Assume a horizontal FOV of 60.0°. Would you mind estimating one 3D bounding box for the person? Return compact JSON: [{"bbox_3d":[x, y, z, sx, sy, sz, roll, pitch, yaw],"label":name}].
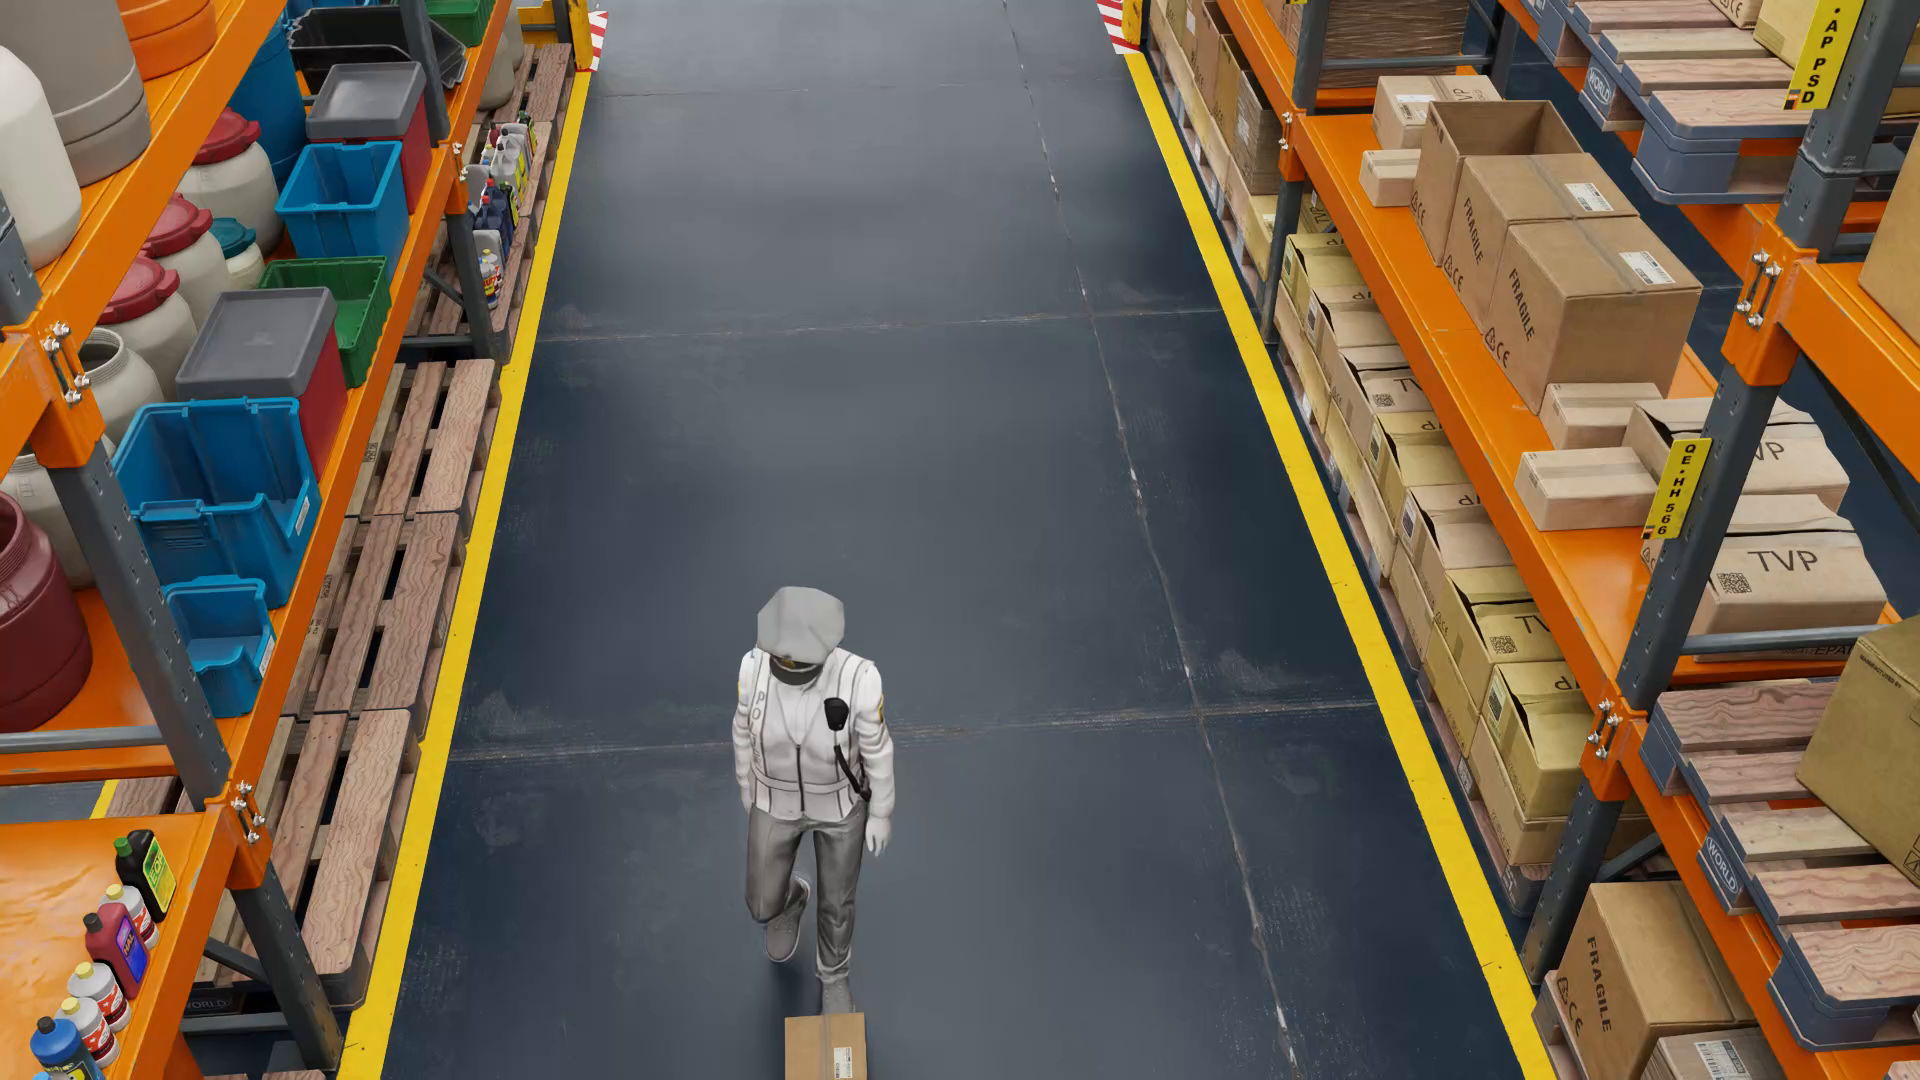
[{"bbox_3d":[-0.452,0.835,5.110,0.502,1.656,0.511,2,39,2],"label":"person"}]
